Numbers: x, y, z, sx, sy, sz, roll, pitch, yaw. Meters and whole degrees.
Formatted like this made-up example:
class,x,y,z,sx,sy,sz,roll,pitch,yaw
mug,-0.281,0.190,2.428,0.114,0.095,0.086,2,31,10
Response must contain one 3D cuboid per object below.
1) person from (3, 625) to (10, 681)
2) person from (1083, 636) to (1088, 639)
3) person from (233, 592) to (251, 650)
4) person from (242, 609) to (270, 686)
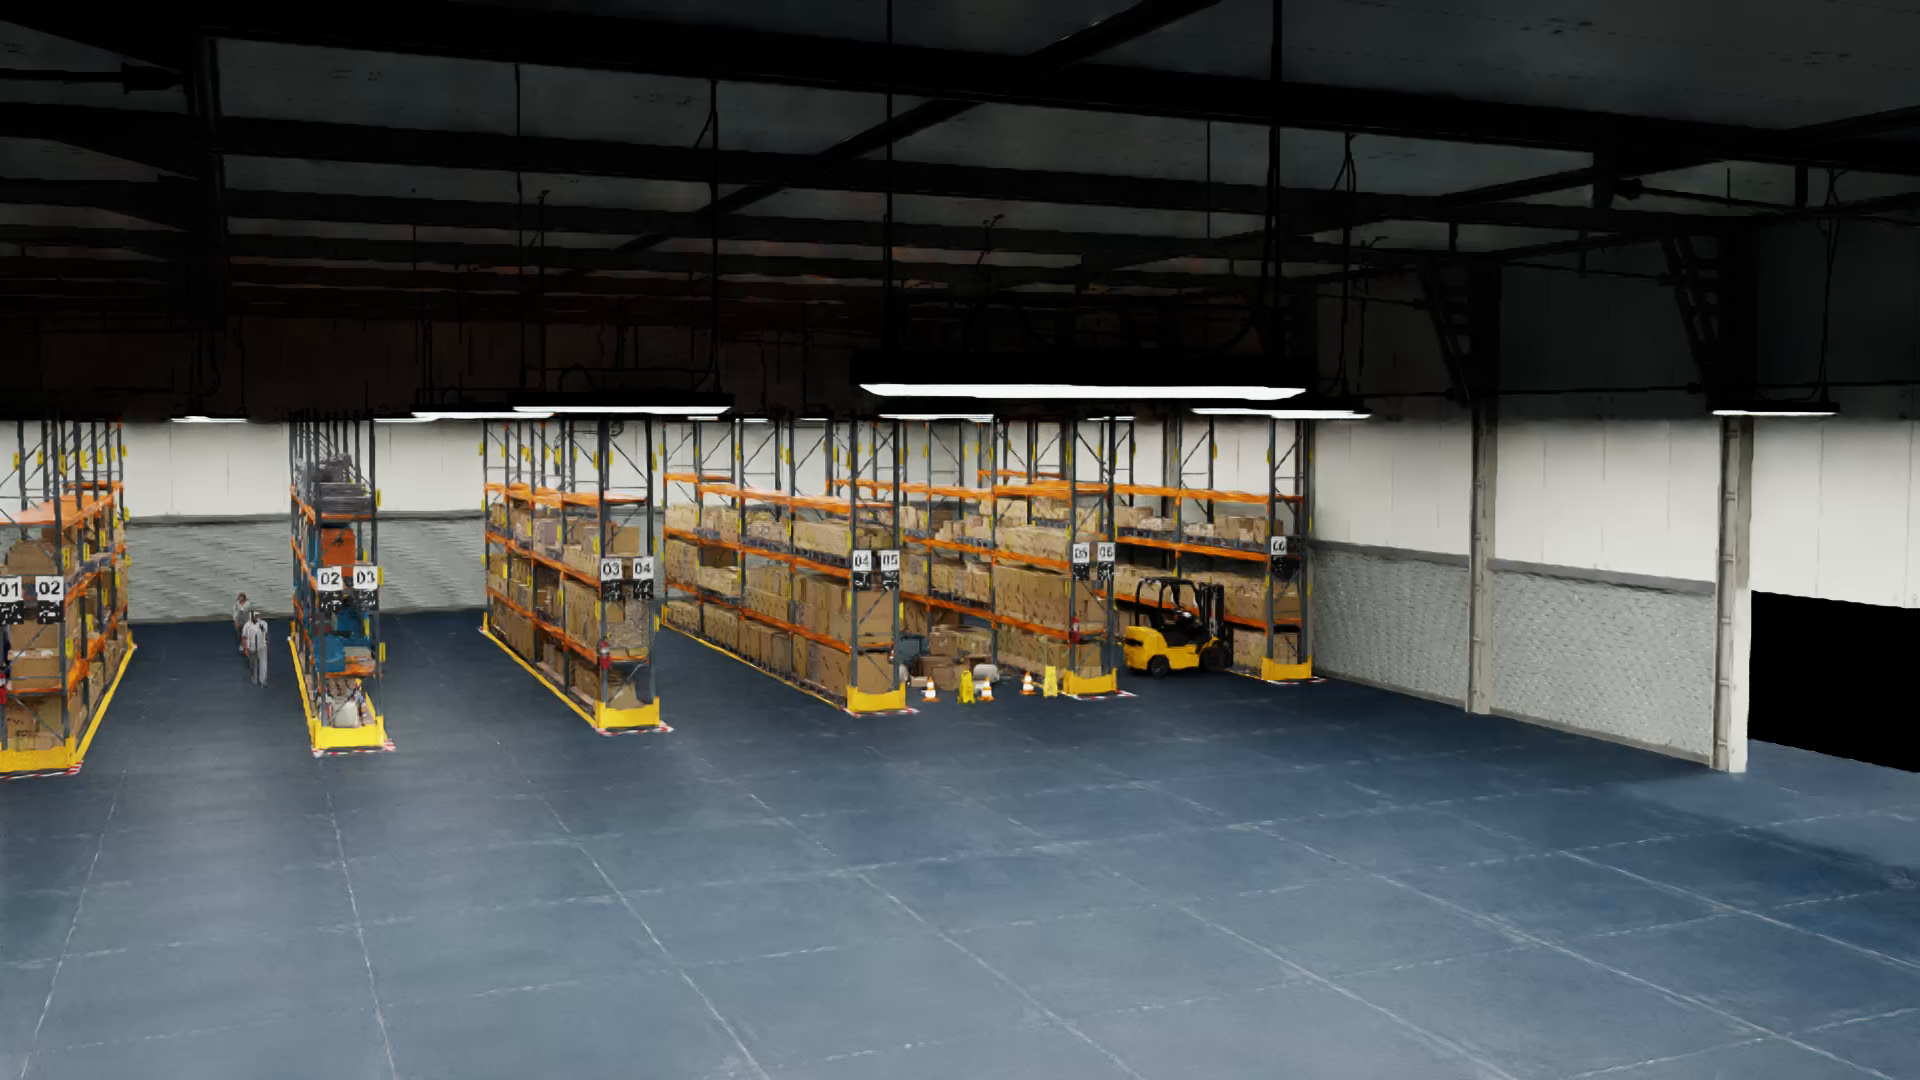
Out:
class,x,y,z,sx,sy,sz,roll,pitch,yaw
person,-21.027,2.346,36.950,0.625,1.596,0.517,-2,4,-25
person,3.083,1.829,43.497,0.549,1.664,0.573,0,4,0
person,-17.868,2.052,41.399,0.417,1.517,1.037,-2,4,-21
person,-15.351,2.325,36.244,0.544,1.672,1.111,-1,4,-20
